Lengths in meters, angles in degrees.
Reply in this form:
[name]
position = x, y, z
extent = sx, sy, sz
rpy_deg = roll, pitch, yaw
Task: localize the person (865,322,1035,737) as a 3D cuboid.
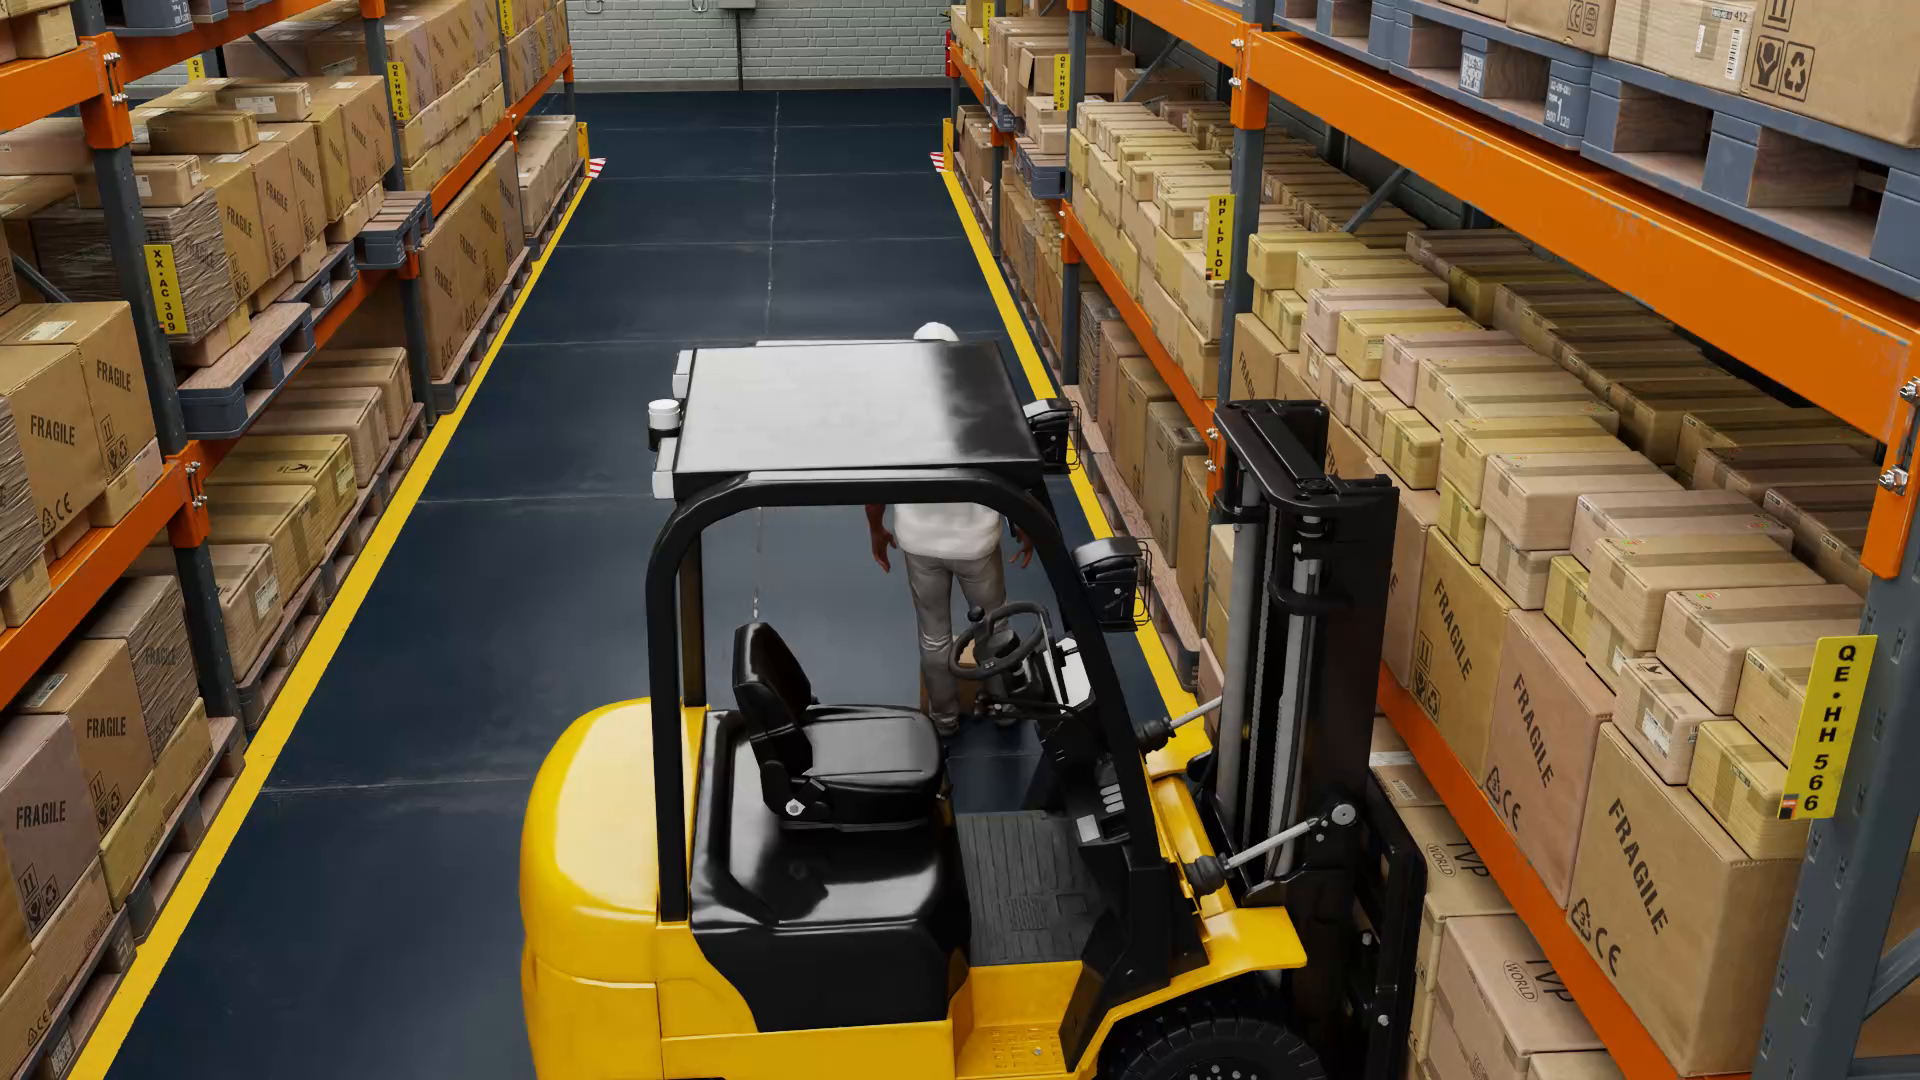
[person]
position = -0.029, -0.039, 6.645
extent = 0.666, 1.759, 0.577
rpy_deg = 3, 24, 7
